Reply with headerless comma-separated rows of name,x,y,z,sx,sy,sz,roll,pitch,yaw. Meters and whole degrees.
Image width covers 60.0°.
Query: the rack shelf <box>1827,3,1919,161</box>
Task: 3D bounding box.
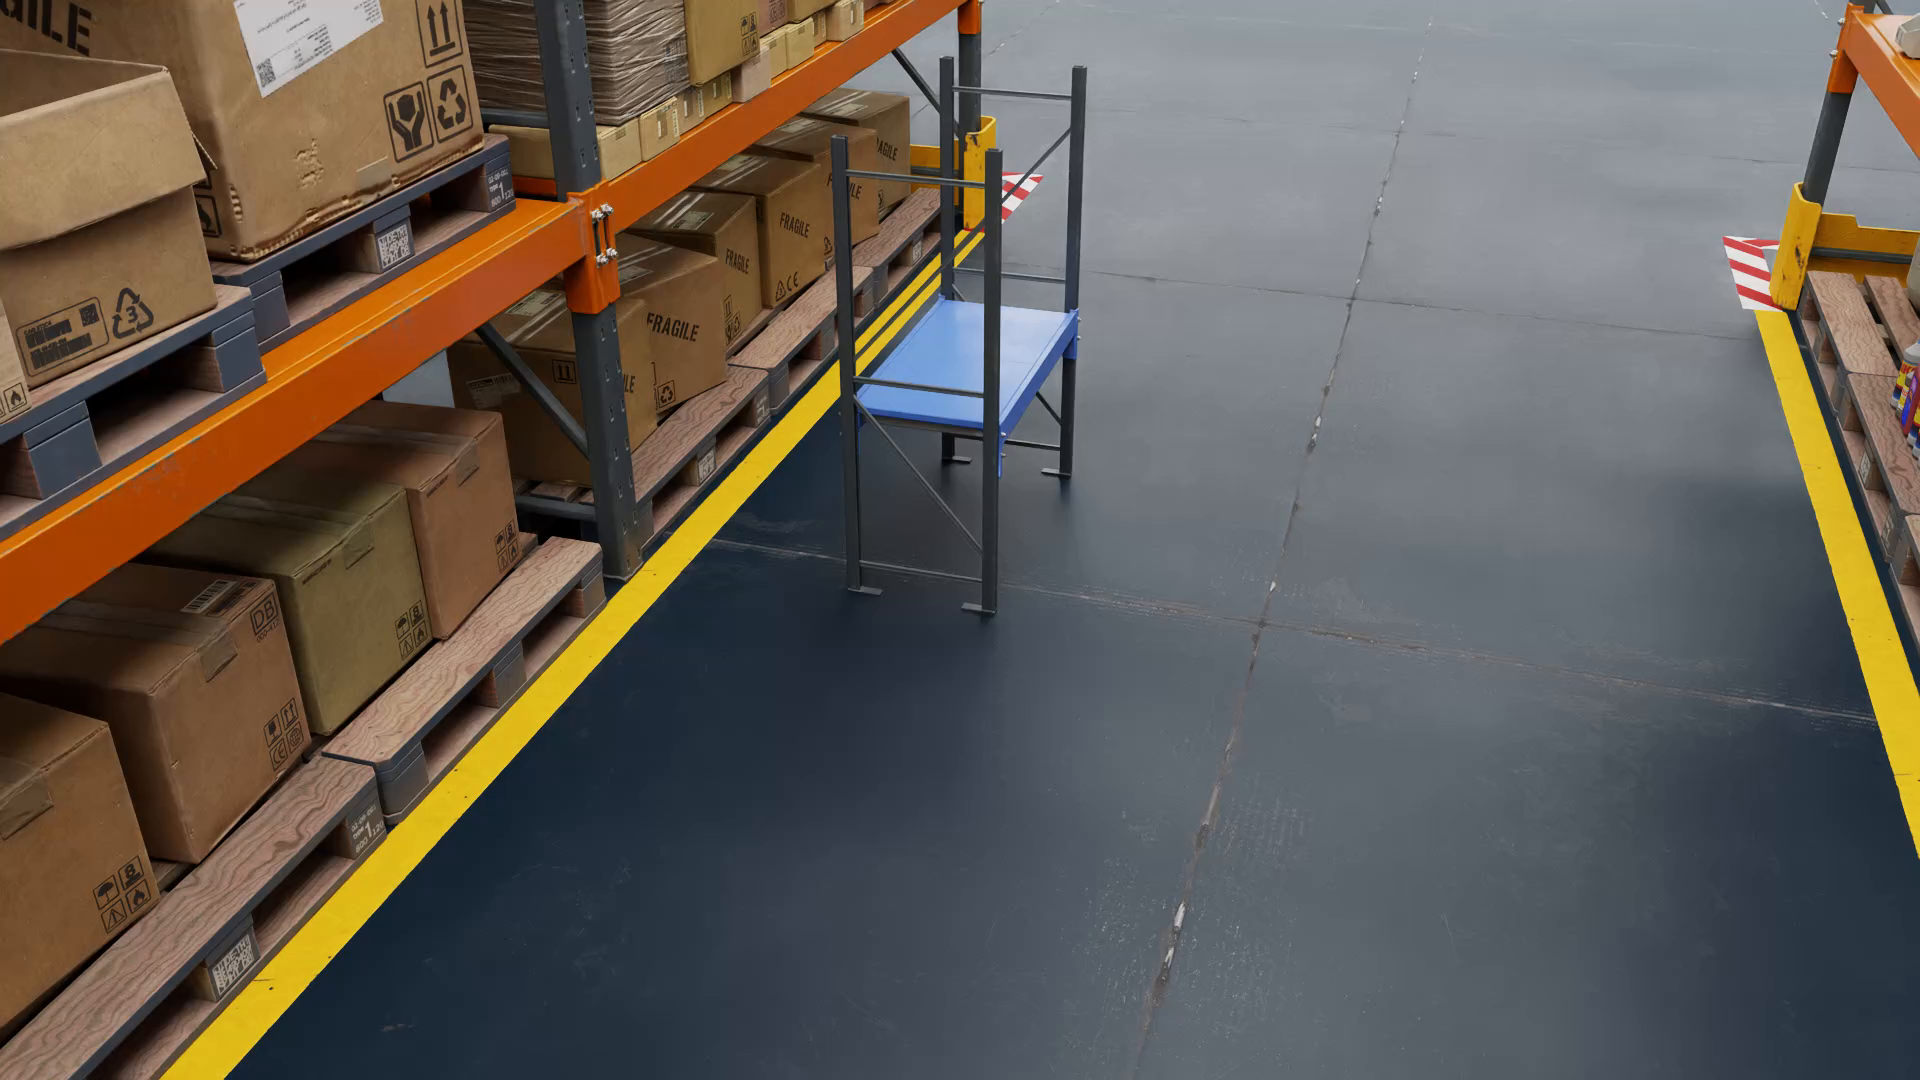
rack shelf,3.762,-1.174,5.514,1.077,0.370,4.000,8,30,15

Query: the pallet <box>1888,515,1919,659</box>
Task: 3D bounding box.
pallet,3.412,0.354,4.897,1.003,0.211,1.213,8,30,15

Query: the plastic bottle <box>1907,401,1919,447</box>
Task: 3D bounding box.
plastic bottle,3.419,-0.460,5.845,0.097,0.271,0.097,0,29,0

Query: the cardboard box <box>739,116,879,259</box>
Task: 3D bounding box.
cardboard box,-0.727,-1.645,7.761,0.500,0.500,0.500,17,33,28

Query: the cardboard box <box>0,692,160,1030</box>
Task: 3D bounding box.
cardboard box,-2.246,0.655,3.605,0.700,0.500,0.500,11,31,19

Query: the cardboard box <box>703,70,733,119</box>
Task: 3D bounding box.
cardboard box,-1.012,-1.565,5.735,0.380,0.149,0.250,8,30,15

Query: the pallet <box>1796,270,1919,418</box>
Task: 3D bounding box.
pallet,4.129,-0.780,6.935,1.003,0.211,1.213,8,30,15

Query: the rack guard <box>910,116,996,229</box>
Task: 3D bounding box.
rack guard,-0.408,-1.997,8.825,1.175,0.500,0.348,8,30,15

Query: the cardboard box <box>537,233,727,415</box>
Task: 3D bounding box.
cardboard box,-1.243,-0.804,6.249,0.500,0.500,0.500,19,34,30

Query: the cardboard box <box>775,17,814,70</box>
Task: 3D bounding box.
cardboard box,-0.781,-1.912,6.359,0.380,0.149,0.250,8,30,15

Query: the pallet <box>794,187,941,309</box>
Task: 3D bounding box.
pallet,-0.680,-1.498,8.225,1.003,0.211,1.213,8,30,15

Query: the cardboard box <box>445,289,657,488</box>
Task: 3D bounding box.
cardboard box,-1.404,-0.537,5.768,0.500,0.500,0.500,8,30,13

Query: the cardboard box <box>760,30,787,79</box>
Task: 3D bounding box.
cardboard box,-0.865,-1.797,6.153,0.380,0.149,0.250,8,30,15

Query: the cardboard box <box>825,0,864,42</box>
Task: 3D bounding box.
cardboard box,-0.611,-2.140,6.771,0.380,0.149,0.250,8,30,15

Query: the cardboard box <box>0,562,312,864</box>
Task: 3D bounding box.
cardboard box,-2.082,0.396,4.071,0.700,0.500,0.500,6,30,11

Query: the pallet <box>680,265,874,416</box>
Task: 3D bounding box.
pallet,-1.040,-0.933,7.210,1.003,0.211,1.213,8,30,15

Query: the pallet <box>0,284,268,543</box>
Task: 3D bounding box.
pallet,-2.192,-0.248,3.308,1.003,0.211,1.213,8,30,15

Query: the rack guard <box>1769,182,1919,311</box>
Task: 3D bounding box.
rack guard,4.372,-1.283,7.542,1.175,0.500,0.348,8,30,15

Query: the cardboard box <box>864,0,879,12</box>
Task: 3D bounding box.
cardboard box,-0.571,-2.389,7.217,0.380,0.149,0.250,8,30,15

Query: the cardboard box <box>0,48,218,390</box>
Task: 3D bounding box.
cardboard box,-1.980,-0.675,3.340,0.797,0.503,0.637,12,31,20

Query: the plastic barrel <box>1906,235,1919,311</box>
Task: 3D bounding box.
plastic barrel,4.229,-1.197,6.943,0.421,0.512,0.421,0,29,0

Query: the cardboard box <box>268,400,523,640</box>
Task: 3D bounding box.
cardboard box,-1.760,-0.083,4.932,0.700,0.500,0.500,6,30,11

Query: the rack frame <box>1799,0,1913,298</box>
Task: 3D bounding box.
rack frame,4.350,-2.417,7.010,1.000,3.000,0.127,8,30,15

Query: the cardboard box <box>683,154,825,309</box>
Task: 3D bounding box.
cardboard box,-0.929,-1.357,7.243,0.500,0.500,0.500,11,31,20

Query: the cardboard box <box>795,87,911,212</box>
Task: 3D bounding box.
cardboard box,-0.585,-1.928,8.269,0.500,0.500,0.500,14,32,24

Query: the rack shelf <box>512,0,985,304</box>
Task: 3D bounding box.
rack shelf,-0.972,-1.880,6.785,1.077,0.370,4.000,8,30,15

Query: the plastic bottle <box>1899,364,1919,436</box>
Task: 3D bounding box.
plastic bottle,3.436,-0.522,5.944,0.061,0.283,0.133,9,30,16

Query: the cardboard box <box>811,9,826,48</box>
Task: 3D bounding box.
cardboard box,-0.751,-2.034,6.580,0.380,0.149,0.250,8,30,15

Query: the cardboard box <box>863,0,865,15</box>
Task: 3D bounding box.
cardboard box,-0.623,-2.269,7.002,0.380,0.149,0.250,8,30,15

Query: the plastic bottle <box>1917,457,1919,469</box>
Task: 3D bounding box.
plastic bottle,3.360,-0.337,5.696,0.097,0.201,0.097,0,29,0

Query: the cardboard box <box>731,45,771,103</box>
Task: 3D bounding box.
cardboard box,-0.899,-1.675,5.934,0.380,0.149,0.250,8,30,15

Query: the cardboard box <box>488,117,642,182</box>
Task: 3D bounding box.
cardboard box,-1.209,-1.213,5.103,0.380,0.149,0.250,8,30,15

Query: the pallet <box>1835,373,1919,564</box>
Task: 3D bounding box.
pallet,3.769,-0.215,5.919,1.003,0.211,1.213,8,30,15

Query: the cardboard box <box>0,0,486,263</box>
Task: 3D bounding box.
cardboard box,-1.926,-1.362,4.063,1.000,1.000,1.000,9,30,15

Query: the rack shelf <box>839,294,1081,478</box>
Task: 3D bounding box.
rack shelf,0.025,-0.538,5.544,0.538,0.185,1.000,8,30,15

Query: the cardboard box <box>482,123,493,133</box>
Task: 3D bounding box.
cardboard box,-1.695,-1.412,5.462,0.380,0.149,0.250,8,30,15

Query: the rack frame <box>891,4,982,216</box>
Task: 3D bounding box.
rack frame,-0.385,-3.124,8.281,1.000,3.000,0.127,8,30,15

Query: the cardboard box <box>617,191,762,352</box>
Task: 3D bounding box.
cardboard box,-1.136,-1.104,6.788,0.500,0.500,0.500,6,30,10

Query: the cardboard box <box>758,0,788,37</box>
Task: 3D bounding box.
cardboard box,-1.137,-2.113,6.055,0.875,0.500,0.500,8,30,15

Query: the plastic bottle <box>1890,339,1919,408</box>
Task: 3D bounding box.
plastic bottle,3.519,-0.619,6.132,0.097,0.271,0.097,0,29,0

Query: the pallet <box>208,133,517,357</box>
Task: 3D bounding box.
pallet,-1.923,-0.847,4.384,1.003,0.211,1.213,8,30,15

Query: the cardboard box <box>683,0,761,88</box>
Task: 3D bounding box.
cardboard box,-1.188,-1.867,5.611,0.875,0.500,0.500,8,30,15

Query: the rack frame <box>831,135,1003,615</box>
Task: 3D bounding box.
rack frame,-0.124,-0.459,5.032,0.500,1.500,0.032,8,30,15

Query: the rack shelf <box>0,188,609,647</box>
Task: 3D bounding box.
rack shelf,-2.146,-0.022,3.443,1.077,0.370,4.000,8,30,15

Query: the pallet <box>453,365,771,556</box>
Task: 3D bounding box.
pallet,-1.396,-0.364,6.187,1.003,0.211,1.213,8,30,15

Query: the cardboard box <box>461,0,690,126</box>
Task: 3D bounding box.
cardboard box,-1.368,-1.639,5.202,0.875,0.500,0.500,8,30,15

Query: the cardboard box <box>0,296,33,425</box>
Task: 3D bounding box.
cardboard box,-2.022,-0.270,2.873,0.500,0.250,0.500,8,30,13

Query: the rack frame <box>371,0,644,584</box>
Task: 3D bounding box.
rack frame,-1.559,-1.265,4.939,1.000,3.000,0.127,8,30,15

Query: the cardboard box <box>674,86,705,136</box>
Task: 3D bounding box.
cardboard box,-1.076,-1.447,5.524,0.380,0.149,0.250,8,30,15

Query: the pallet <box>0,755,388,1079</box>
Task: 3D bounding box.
pallet,-2.143,0.884,3.944,1.003,0.211,1.213,8,30,15

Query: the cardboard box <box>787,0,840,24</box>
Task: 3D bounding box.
cardboard box,-0.951,-2.340,6.462,0.875,0.500,0.500,8,30,15

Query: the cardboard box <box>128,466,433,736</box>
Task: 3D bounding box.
cardboard box,-1.918,0.136,4.539,0.700,0.500,0.500,8,30,15

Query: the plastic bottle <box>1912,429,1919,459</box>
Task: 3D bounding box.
plastic bottle,3.389,-0.414,5.762,0.097,0.271,0.097,0,29,0

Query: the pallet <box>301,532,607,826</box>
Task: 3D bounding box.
pallet,-1.786,0.315,4.966,1.003,0.211,1.213,8,30,15

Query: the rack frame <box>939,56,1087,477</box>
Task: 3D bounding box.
rack frame,0.174,-0.931,5.881,0.500,1.500,0.032,8,30,15

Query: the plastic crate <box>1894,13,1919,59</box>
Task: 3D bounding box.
plastic crate,3.779,-1.932,6.409,0.298,0.136,0.250,8,30,15

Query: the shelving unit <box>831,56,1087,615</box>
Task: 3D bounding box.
shelving unit,0.025,-0.695,5.457,0.538,1.500,1.048,8,30,15

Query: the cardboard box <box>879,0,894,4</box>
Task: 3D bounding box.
cardboard box,-0.458,-2.499,7.415,0.380,0.149,0.250,8,30,15

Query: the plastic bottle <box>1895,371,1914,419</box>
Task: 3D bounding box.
plastic bottle,3.489,-0.541,6.062,0.097,0.201,0.097,0,29,0

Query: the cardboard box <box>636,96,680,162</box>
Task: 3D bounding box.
cardboard box,-1.123,-1.327,5.308,0.380,0.149,0.250,8,30,15
